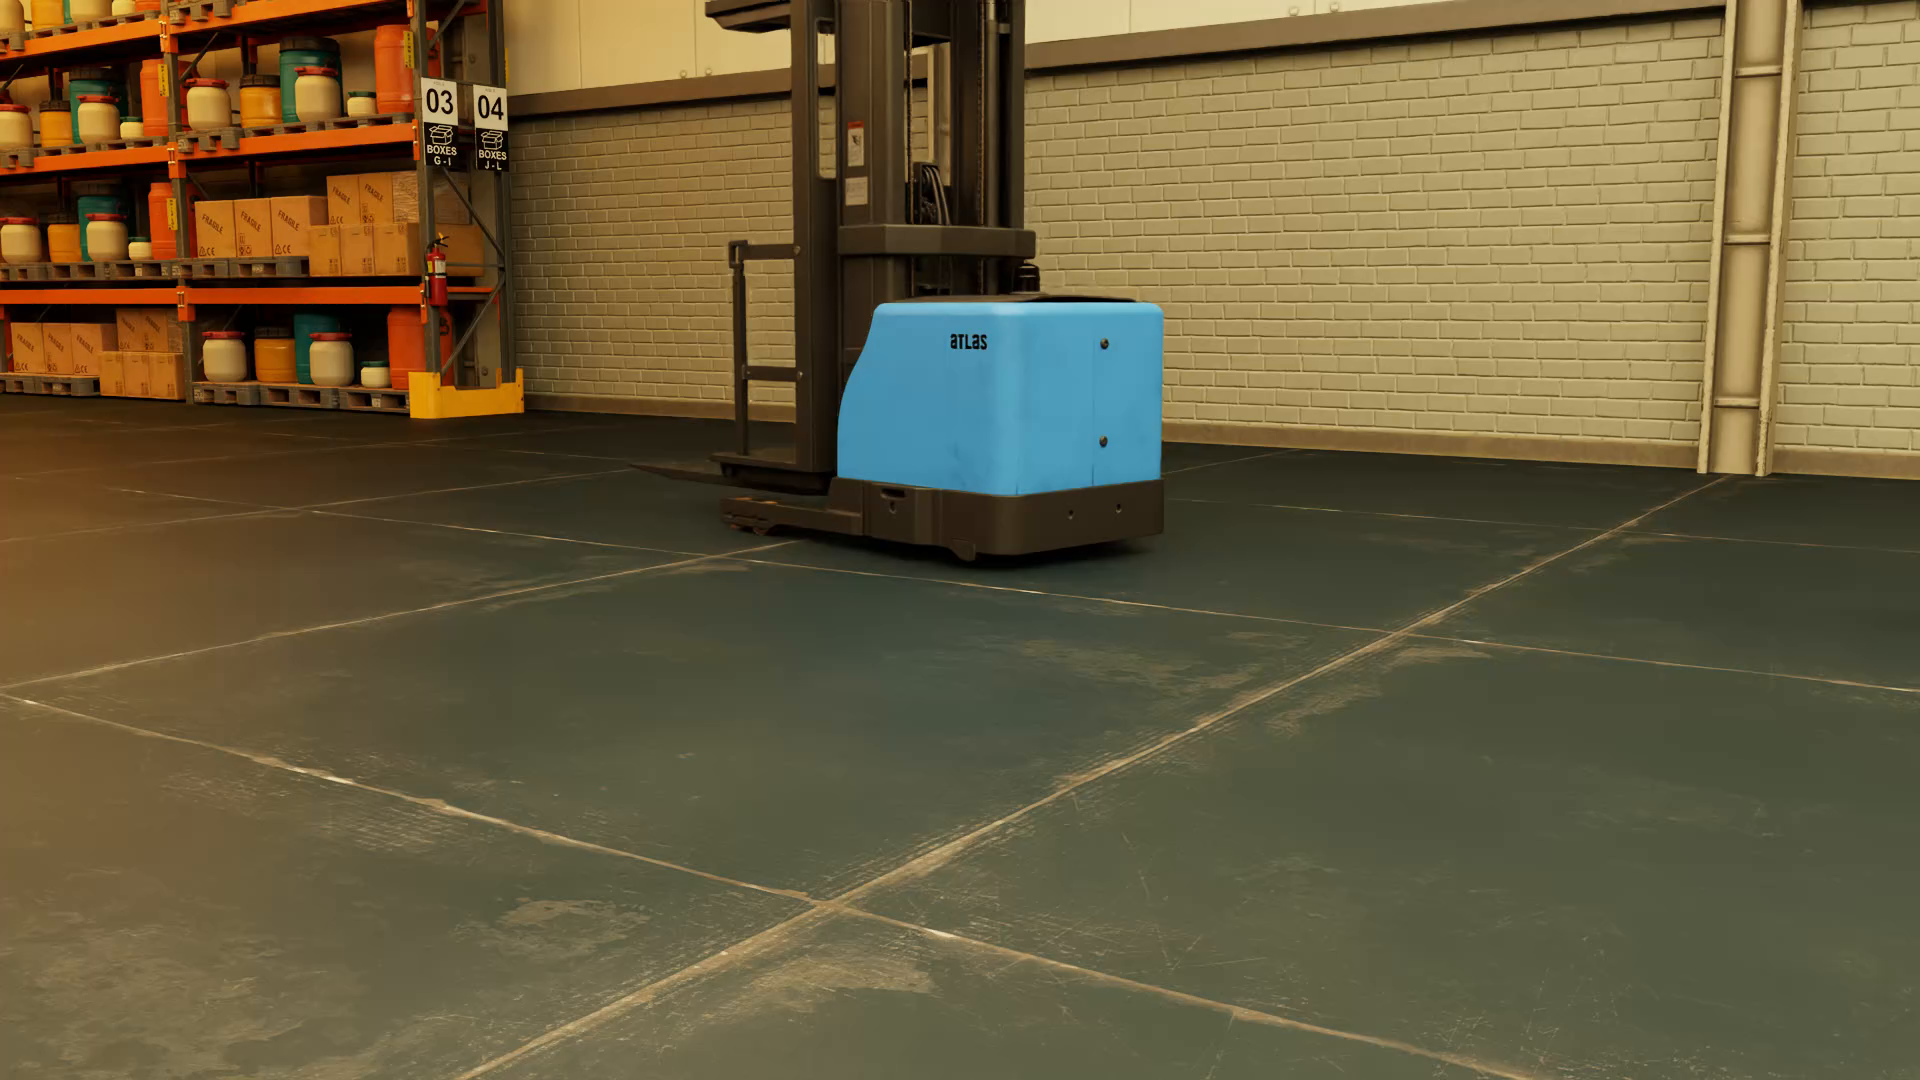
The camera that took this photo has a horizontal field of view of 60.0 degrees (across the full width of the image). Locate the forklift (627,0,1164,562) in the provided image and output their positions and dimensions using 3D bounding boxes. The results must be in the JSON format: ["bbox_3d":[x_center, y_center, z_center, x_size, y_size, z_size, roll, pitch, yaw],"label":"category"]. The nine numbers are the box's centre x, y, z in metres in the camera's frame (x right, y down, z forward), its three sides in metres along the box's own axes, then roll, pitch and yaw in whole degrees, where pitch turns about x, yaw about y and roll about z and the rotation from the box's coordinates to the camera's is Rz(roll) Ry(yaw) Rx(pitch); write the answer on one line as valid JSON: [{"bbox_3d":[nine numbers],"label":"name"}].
[{"bbox_3d":[-0.490,-1.516,7.857,1.130,2.935,3.031,-8,11,-44],"label":"forklift"}]
